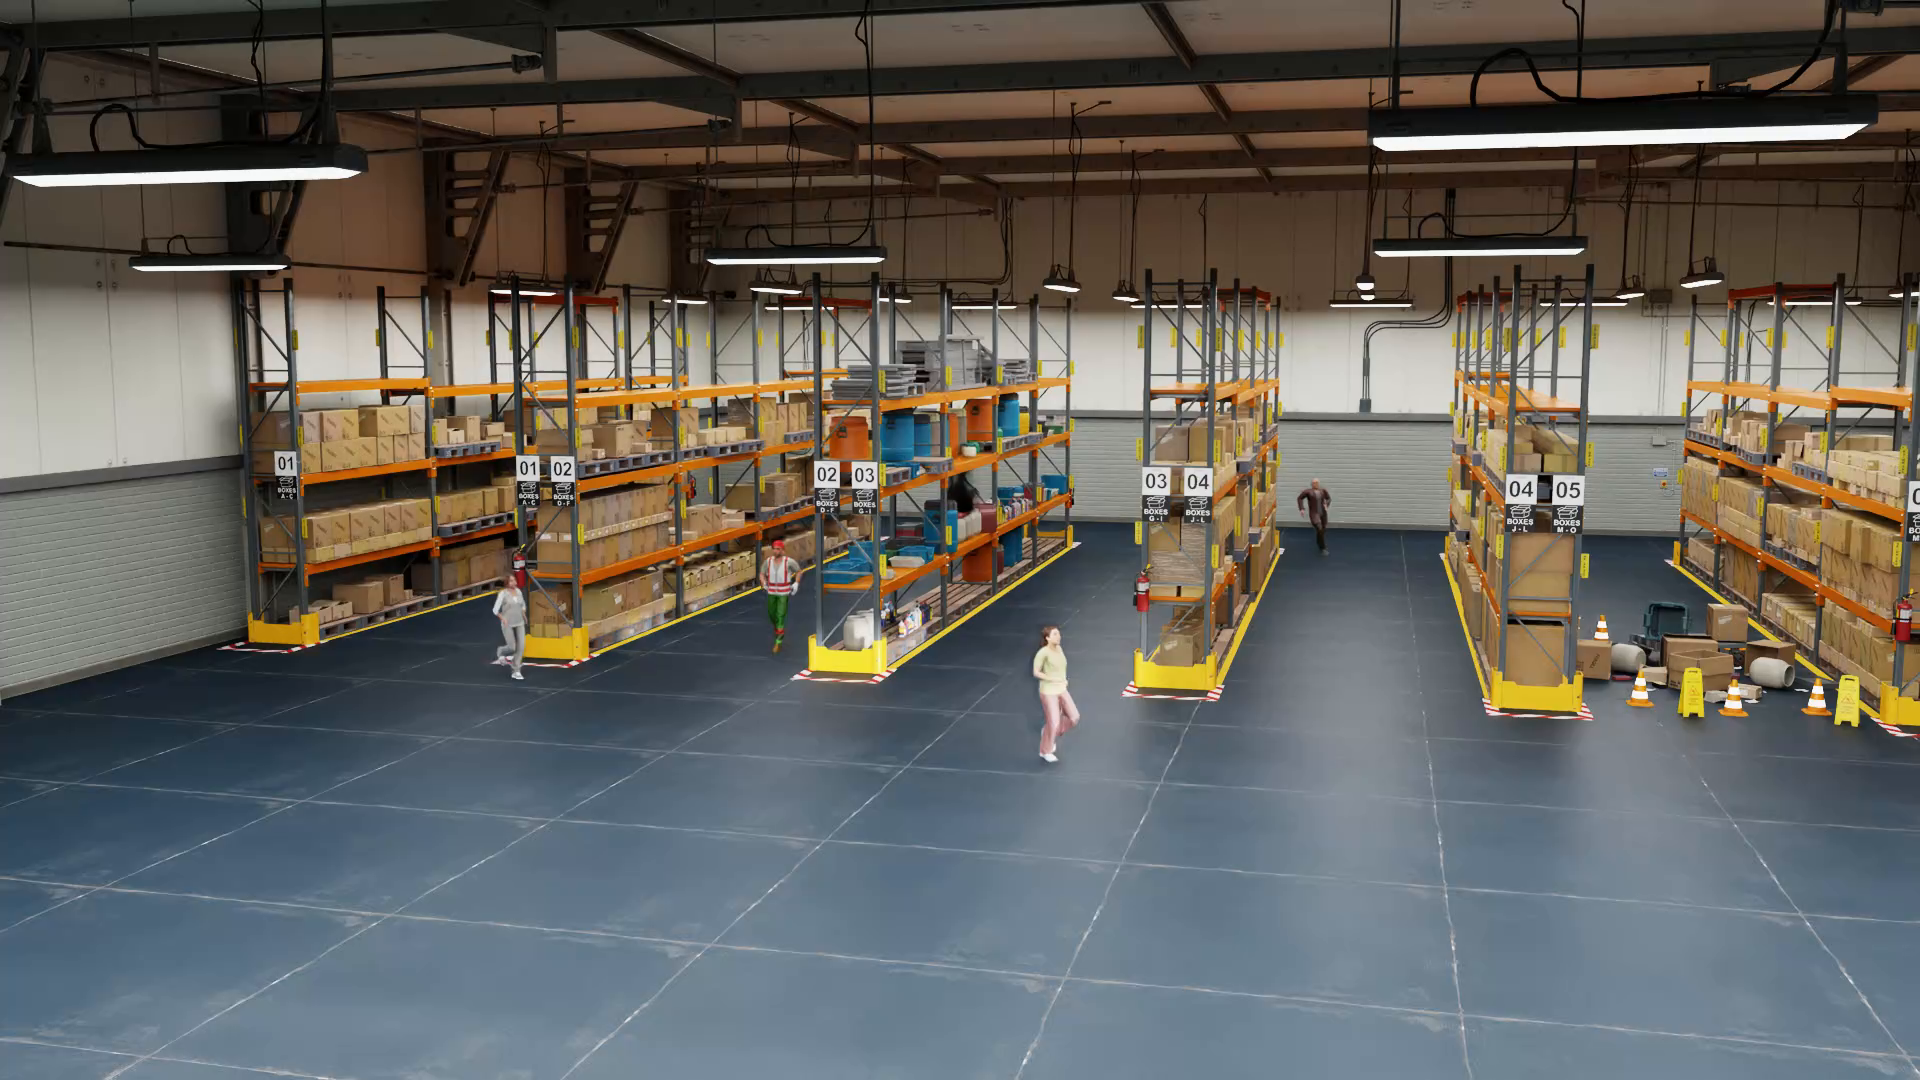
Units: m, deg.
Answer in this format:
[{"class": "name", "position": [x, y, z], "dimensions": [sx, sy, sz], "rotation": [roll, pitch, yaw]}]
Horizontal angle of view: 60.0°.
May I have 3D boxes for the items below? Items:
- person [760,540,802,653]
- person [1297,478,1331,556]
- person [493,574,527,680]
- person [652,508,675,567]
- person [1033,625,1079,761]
[{"class": "person", "position": [-2.931, 0.889, 26.998], "dimensions": [0.661, 1.792, 0.839], "rotation": [1, 7, 11]}, {"class": "person", "position": [8.366, -0.562, 39.089], "dimensions": [0.773, 1.814, 0.892], "rotation": [-2, 7, -13]}, {"class": "person", "position": [-6.676, 1.277, 24.750], "dimensions": [0.536, 1.564, 0.649], "rotation": [-6, 9, -41]}, {"class": "person", "position": [-6.228, -0.028, 35.100], "dimensions": [0.636, 1.789, 0.818], "rotation": [2, 7, 15]}, {"class": "person", "position": [1.130, 1.823, 19.789], "dimensions": [0.525, 1.640, 0.627], "rotation": [6, 9, 43]}]
